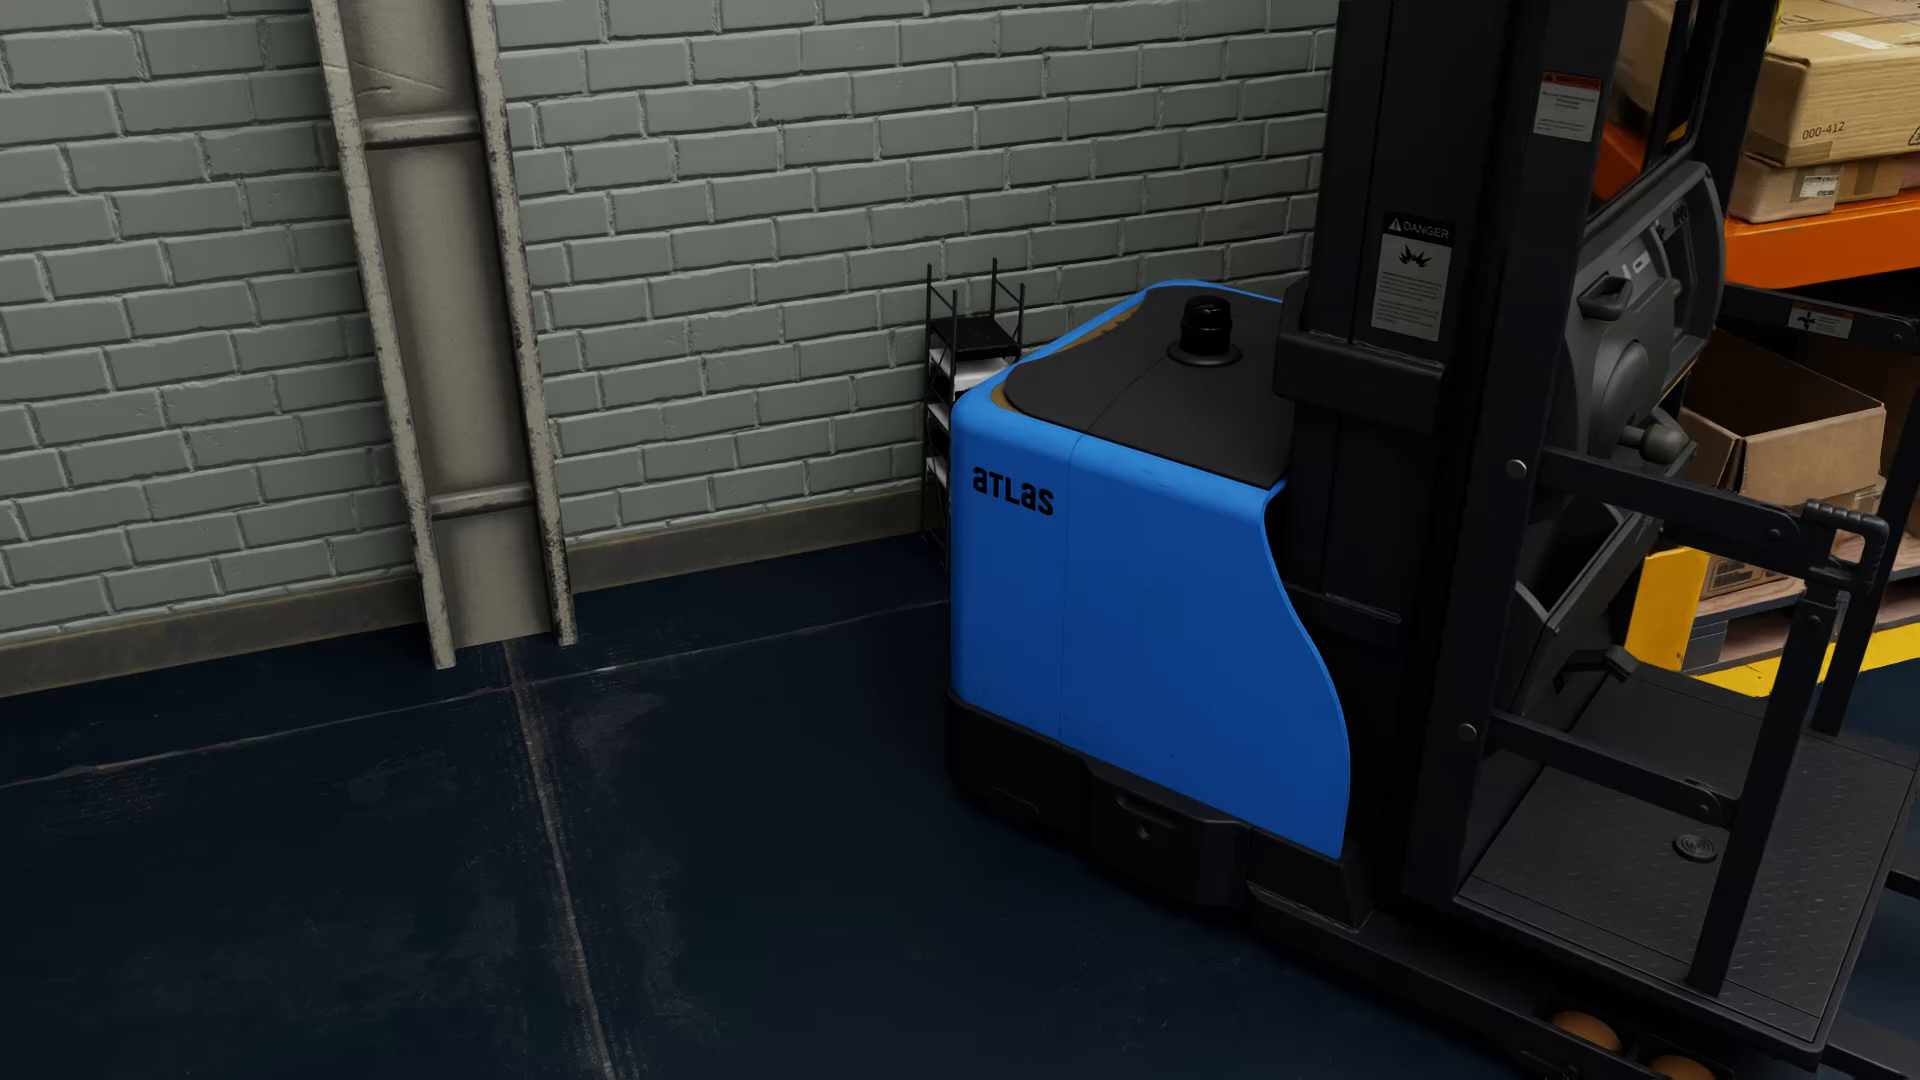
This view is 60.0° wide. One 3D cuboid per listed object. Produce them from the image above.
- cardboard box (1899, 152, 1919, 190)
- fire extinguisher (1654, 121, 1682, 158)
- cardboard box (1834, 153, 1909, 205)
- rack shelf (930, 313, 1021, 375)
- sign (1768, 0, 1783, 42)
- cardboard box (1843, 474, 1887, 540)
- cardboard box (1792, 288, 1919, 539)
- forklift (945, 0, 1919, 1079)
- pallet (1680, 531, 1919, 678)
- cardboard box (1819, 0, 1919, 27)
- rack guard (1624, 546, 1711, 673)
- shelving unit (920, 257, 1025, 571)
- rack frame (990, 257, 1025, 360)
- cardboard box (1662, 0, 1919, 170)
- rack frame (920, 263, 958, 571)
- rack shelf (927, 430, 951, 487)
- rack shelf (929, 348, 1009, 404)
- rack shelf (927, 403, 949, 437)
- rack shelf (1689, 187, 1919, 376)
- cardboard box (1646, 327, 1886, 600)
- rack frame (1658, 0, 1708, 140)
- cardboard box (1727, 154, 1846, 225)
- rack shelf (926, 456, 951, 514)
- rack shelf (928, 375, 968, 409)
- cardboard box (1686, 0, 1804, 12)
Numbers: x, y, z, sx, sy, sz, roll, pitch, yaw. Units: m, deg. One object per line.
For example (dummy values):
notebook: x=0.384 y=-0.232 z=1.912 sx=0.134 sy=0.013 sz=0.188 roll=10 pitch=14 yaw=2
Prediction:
cardboard box: x=2.376 y=-1.042 z=4.303 sx=0.250 sy=0.149 sz=0.380 roll=-11 pitch=31 yaw=-18
fire extinguisher: x=1.539 y=-0.660 z=3.833 sx=0.183 sy=0.674 sz=0.296 roll=-10 pitch=31 yaw=-18
cardboard box: x=2.141 y=-0.981 z=4.195 sx=0.250 sy=0.149 sz=0.380 roll=-10 pitch=31 yaw=-16
rack shelf: x=0.038 y=-0.575 z=4.865 sx=0.200 sy=0.077 sz=0.258 roll=-8 pitch=31 yaw=-18
sign: x=1.705 y=-1.220 z=3.486 sx=0.005 sy=0.325 sz=0.100 roll=-10 pitch=31 yaw=-18
cardboard box: x=2.534 y=-0.156 z=4.949 sx=0.250 sy=0.149 sz=0.380 roll=-12 pitch=32 yaw=-20
cardboard box: x=2.937 y=-0.383 z=4.993 sx=0.500 sy=0.500 sz=0.700 roll=-9 pitch=31 yaw=-16
forklift: x=1.452 y=-0.409 z=3.007 sx=3.031 sy=2.935 sz=1.130 roll=20 pitch=35 yaw=31
pallet: x=2.334 y=-0.035 z=5.098 sx=1.213 sy=0.211 sz=1.003 roll=-10 pitch=31 yaw=-18
cardboard box: x=2.507 y=-1.200 z=4.177 sx=0.500 sy=0.250 sz=0.500 roll=-10 pitch=31 yaw=-17
rack guard: x=1.587 y=-0.022 z=4.784 sx=0.348 sy=0.500 sz=1.175 roll=-10 pitch=31 yaw=-18
shelving unit: x=0.029 y=-0.368 z=4.979 sx=0.210 sy=0.900 sz=0.258 roll=-8 pitch=31 yaw=-18
rack frame: x=0.125 y=-0.382 z=5.011 sx=0.006 sy=0.900 sz=0.240 roll=-8 pitch=31 yaw=-18
cardboard box: x=2.035 y=-1.113 z=4.024 sx=0.500 sy=0.250 sz=0.500 roll=-10 pitch=31 yaw=-17
rack frame: x=-0.066 y=-0.354 z=4.947 sx=0.006 sy=0.900 sz=0.240 roll=-8 pitch=31 yaw=-18
rack shelf: x=0.025 y=-0.260 z=5.039 sx=0.200 sy=0.077 sz=0.258 roll=-8 pitch=31 yaw=-18
rack shelf: x=0.034 y=-0.496 z=4.908 sx=0.200 sy=0.077 sz=0.258 roll=-8 pitch=31 yaw=-18
rack shelf: x=0.028 y=-0.339 z=4.995 sx=0.200 sy=0.077 sz=0.258 roll=-8 pitch=31 yaw=-18
rack shelf: x=3.390 y=-1.128 z=4.926 sx=4.000 sy=0.370 sz=1.077 roll=-10 pitch=31 yaw=-18
cardboard box: x=2.122 y=-0.255 z=4.764 sx=0.637 sy=0.503 sz=0.797 roll=-12 pitch=32 yaw=-20
rack frame: x=1.516 y=-1.095 z=4.142 sx=0.127 sy=3.000 sz=1.000 roll=-10 pitch=31 yaw=-18
cardboard box: x=1.919 y=-0.916 z=4.081 sx=0.250 sy=0.149 sz=0.380 roll=-11 pitch=31 yaw=-18
rack shelf: x=0.022 y=-0.181 z=5.082 sx=0.200 sy=0.077 sz=0.258 roll=-8 pitch=31 yaw=-18
rack shelf: x=0.031 y=-0.417 z=4.952 sx=0.200 sy=0.077 sz=0.258 roll=-8 pitch=31 yaw=-18
cardboard box: x=1.854 y=-1.362 z=4.461 sx=0.500 sy=0.250 sz=0.500 roll=-10 pitch=31 yaw=-16
